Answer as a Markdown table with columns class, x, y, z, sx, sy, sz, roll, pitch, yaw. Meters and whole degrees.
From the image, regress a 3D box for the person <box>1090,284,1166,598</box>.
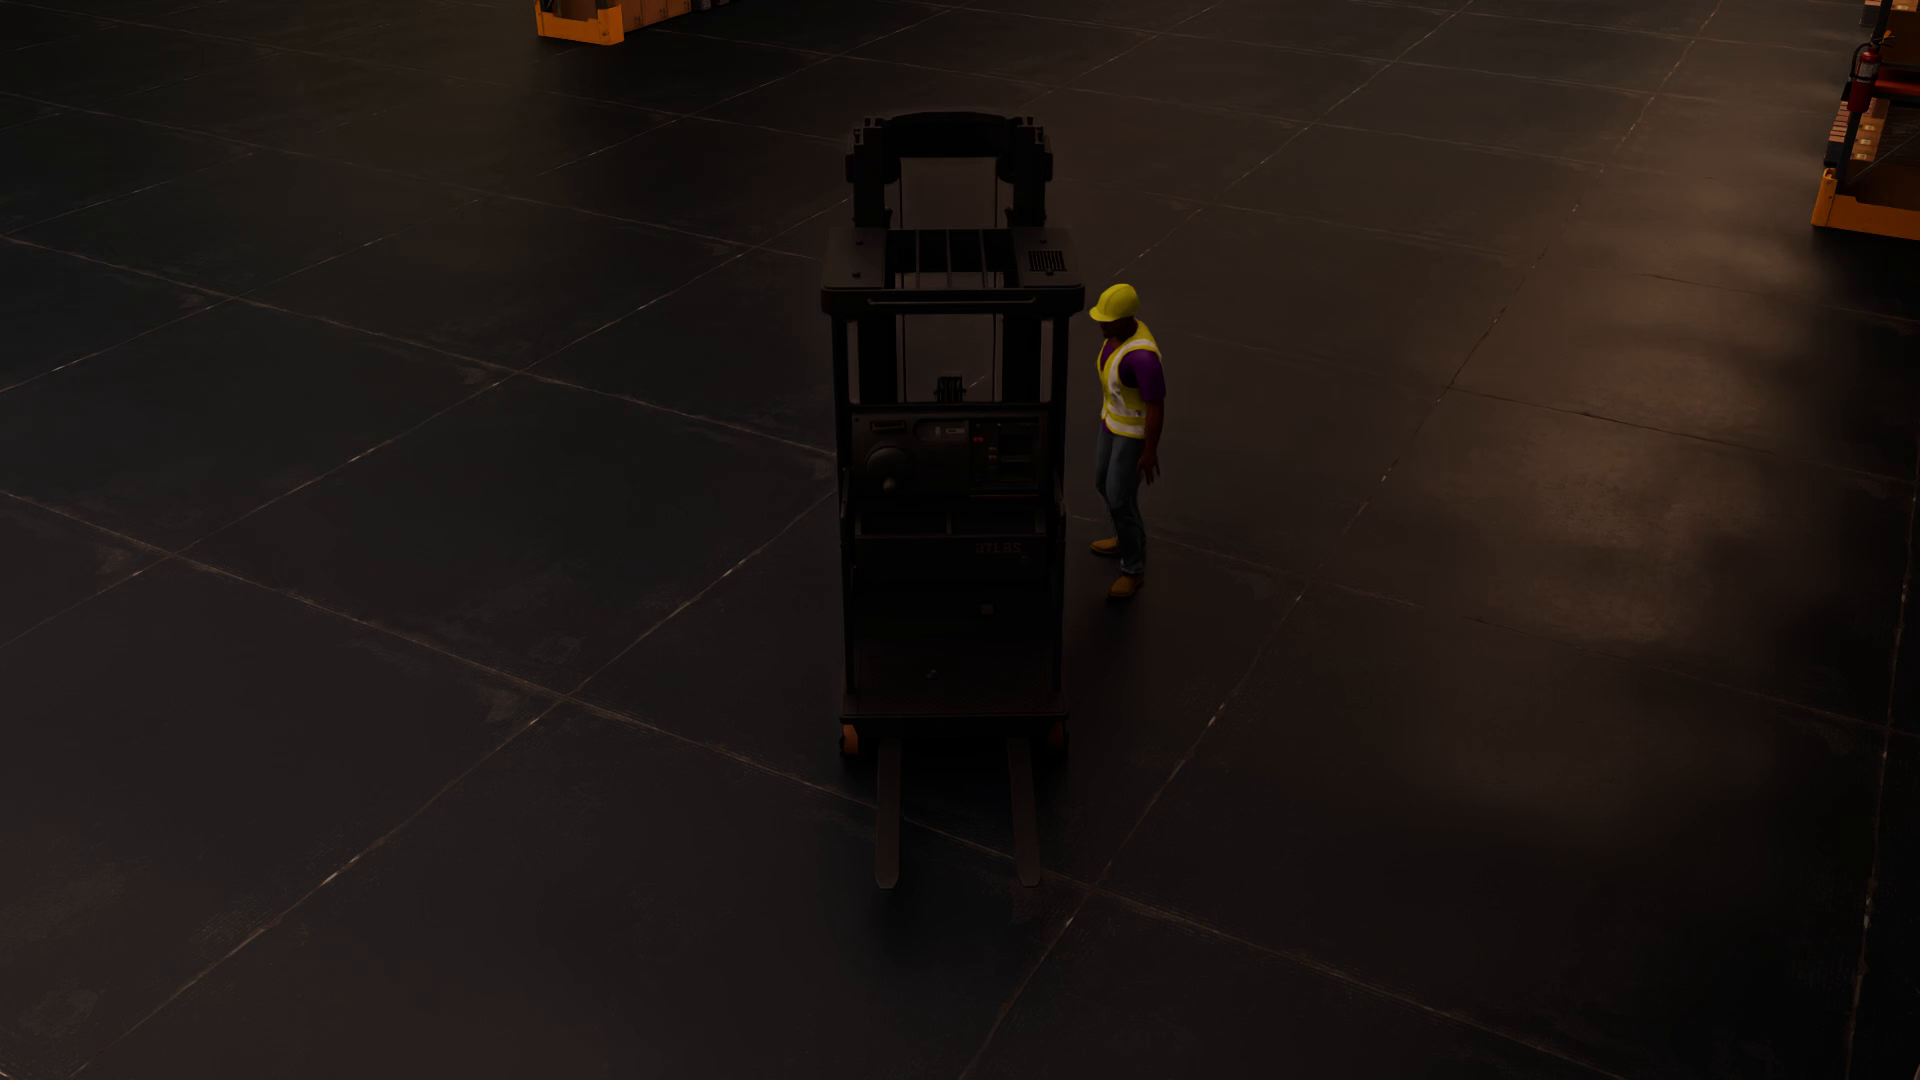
| class | x | y | z | sx | sy | sz | roll | pitch | yaw |
| --- | --- | --- | --- | --- | --- | --- | --- | --- | --- |
| person | 0.909 | -0.626 | 9.355 | 0.442 | 1.733 | 0.869 | -7 | 31 | -11 |

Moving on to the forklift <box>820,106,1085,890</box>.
| class | x | y | z | sx | sy | sz | roll | pitch | yaw |
| --- | --- | --- | --- | --- | --- | --- | --- | --- | --- |
| forklift | -0.039 | -0.366 | 7.705 | 1.130 | 2.935 | 3.031 | -1 | 30 | -1 |
